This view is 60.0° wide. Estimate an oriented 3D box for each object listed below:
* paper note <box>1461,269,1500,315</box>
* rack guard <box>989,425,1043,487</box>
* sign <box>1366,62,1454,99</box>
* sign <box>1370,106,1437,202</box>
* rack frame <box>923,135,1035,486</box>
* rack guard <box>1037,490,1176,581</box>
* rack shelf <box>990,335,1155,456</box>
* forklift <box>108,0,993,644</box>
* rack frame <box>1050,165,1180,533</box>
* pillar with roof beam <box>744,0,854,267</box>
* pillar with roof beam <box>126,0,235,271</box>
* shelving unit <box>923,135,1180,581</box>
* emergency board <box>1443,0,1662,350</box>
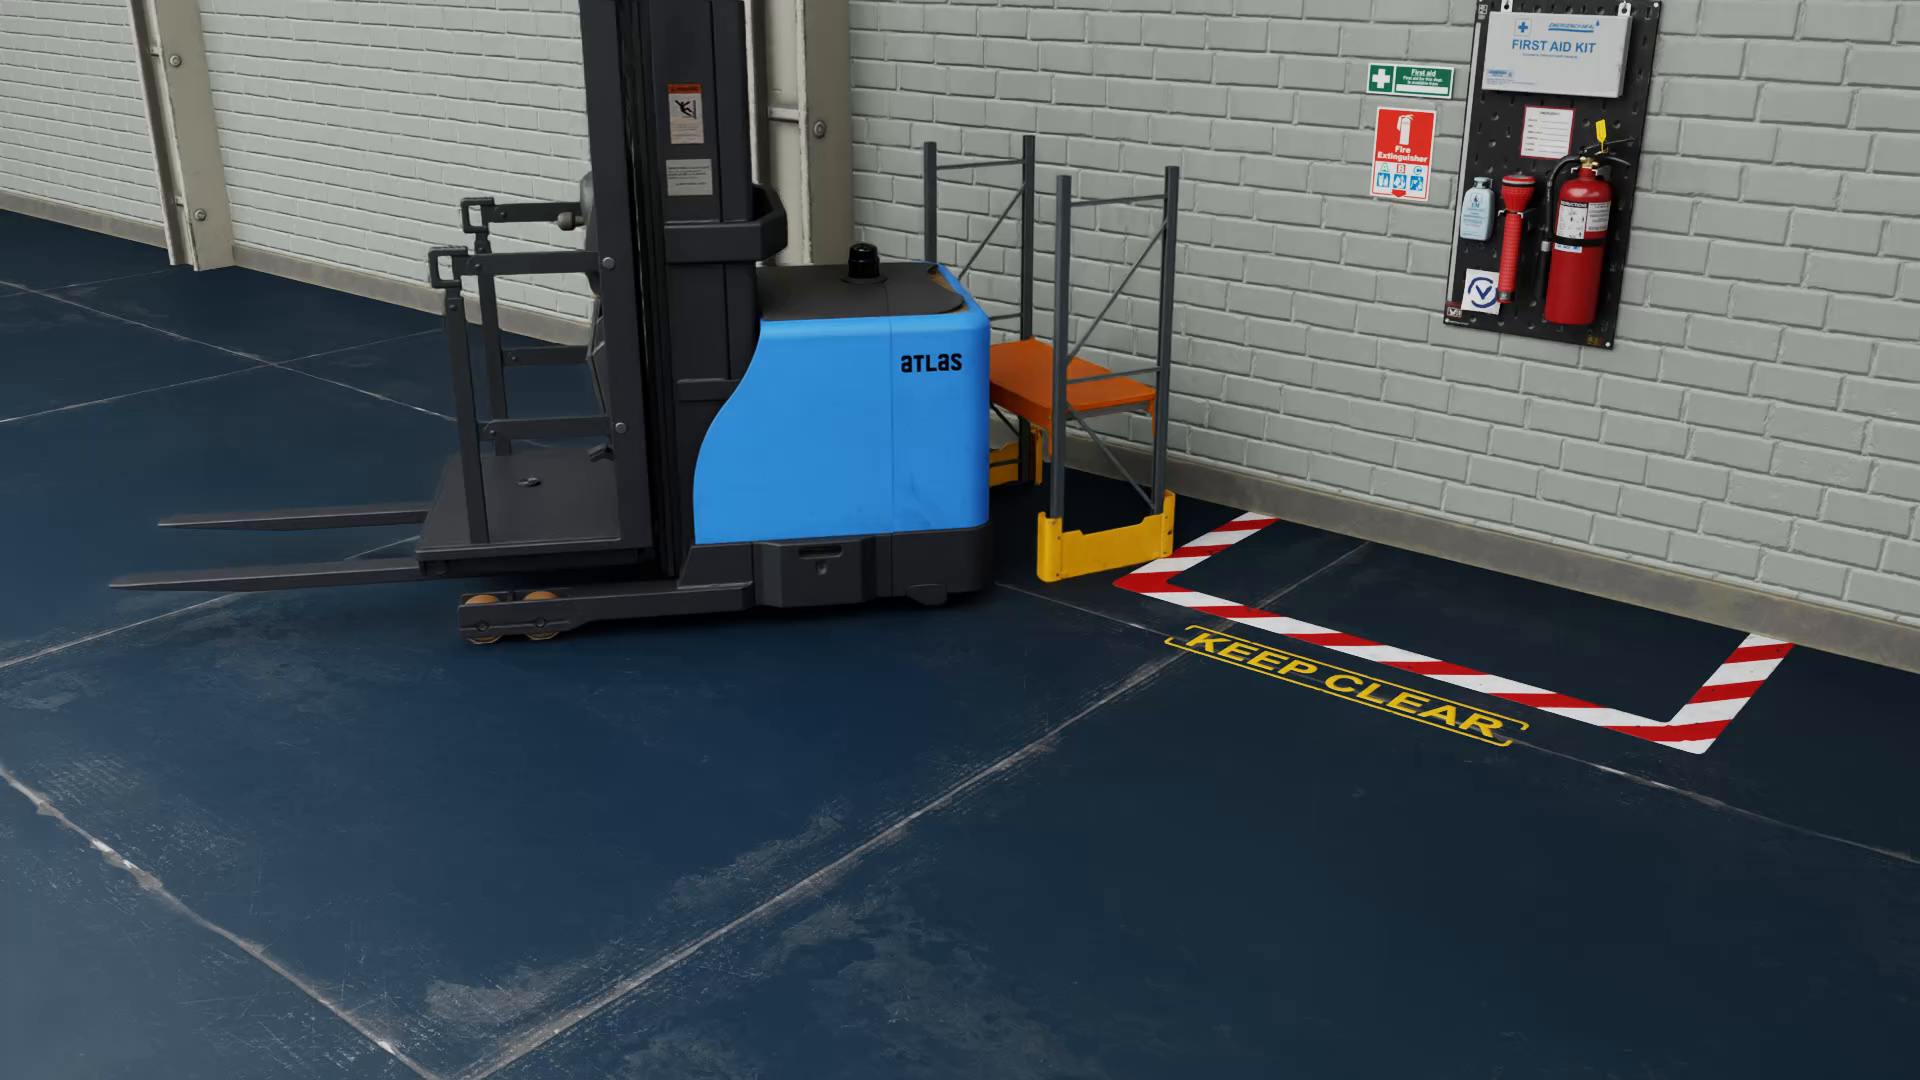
[{"bbox_3d":[1.907,-0.907,6.070,0.142,0.148,0.016,16,26,36],"label":"paper note"},{"bbox_3d":[0.091,-0.329,7.188,0.587,0.250,0.087,-11,23,-26],"label":"rack guard"},{"bbox_3d":[1.636,-1.673,6.053,0.331,0.109,0.001,16,26,36],"label":"sign"},{"bbox_3d":[1.638,-1.429,6.155,0.234,0.329,0.001,16,26,36],"label":"sign"},{"bbox_3d":[0.082,-0.920,6.983,0.500,1.500,0.032,-11,23,-26],"label":"rack frame"},{"bbox_3d":[0.562,-0.020,6.367,0.587,0.250,0.087,-11,23,-26],"label":"rack guard"},{"bbox_3d":[0.322,-0.594,6.628,0.538,0.185,1.000,-11,23,-26],"label":"rack shelf"},{"bbox_3d":[-1.448,-1.215,5.735,3.031,2.935,1.130,-4,21,-9],"label":"forklift"},{"bbox_3d":[0.563,-0.604,6.145,0.500,1.500,0.032,-11,23,-26],"label":"rack frame"},{"bbox_3d":[-3.479,-3.668,3.641,0.400,9.000,9.100,16,26,36],"label":"pillar with roof beam"},{"bbox_3d":[-8.127,-5.006,7.191,0.400,9.000,9.100,16,26,36],"label":"pillar with roof beam"},{"bbox_3d":[0.327,-0.760,6.557,0.587,1.500,1.083,-11,23,-26],"label":"shelving unit"},{"bbox_3d":[2.001,-1.261,5.760,0.643,1.169,0.194,16,26,36],"label":"emergency board"}]
